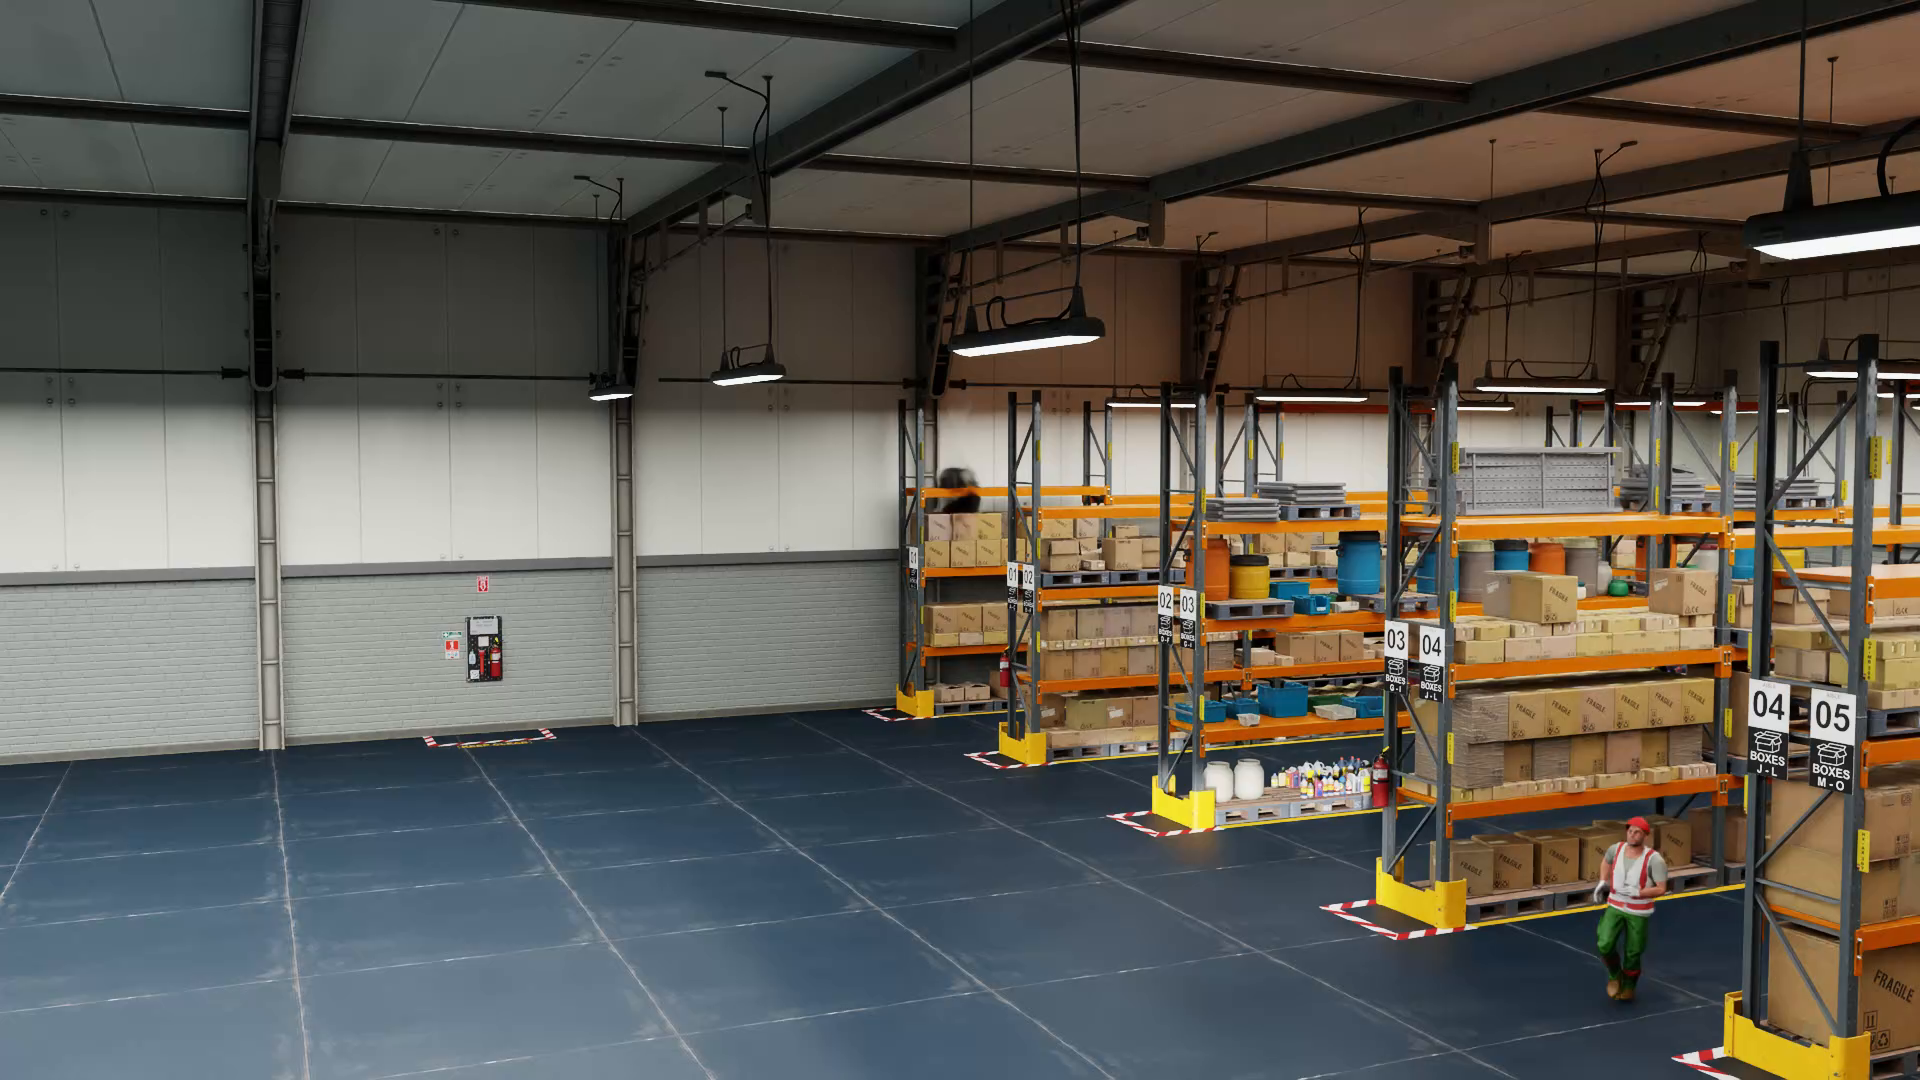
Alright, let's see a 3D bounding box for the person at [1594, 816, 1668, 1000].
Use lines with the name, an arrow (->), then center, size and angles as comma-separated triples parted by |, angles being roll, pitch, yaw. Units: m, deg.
person -> 6.120, 3.387, 15.228 | 0.667, 1.727, 0.631 | 3, 4, 37
